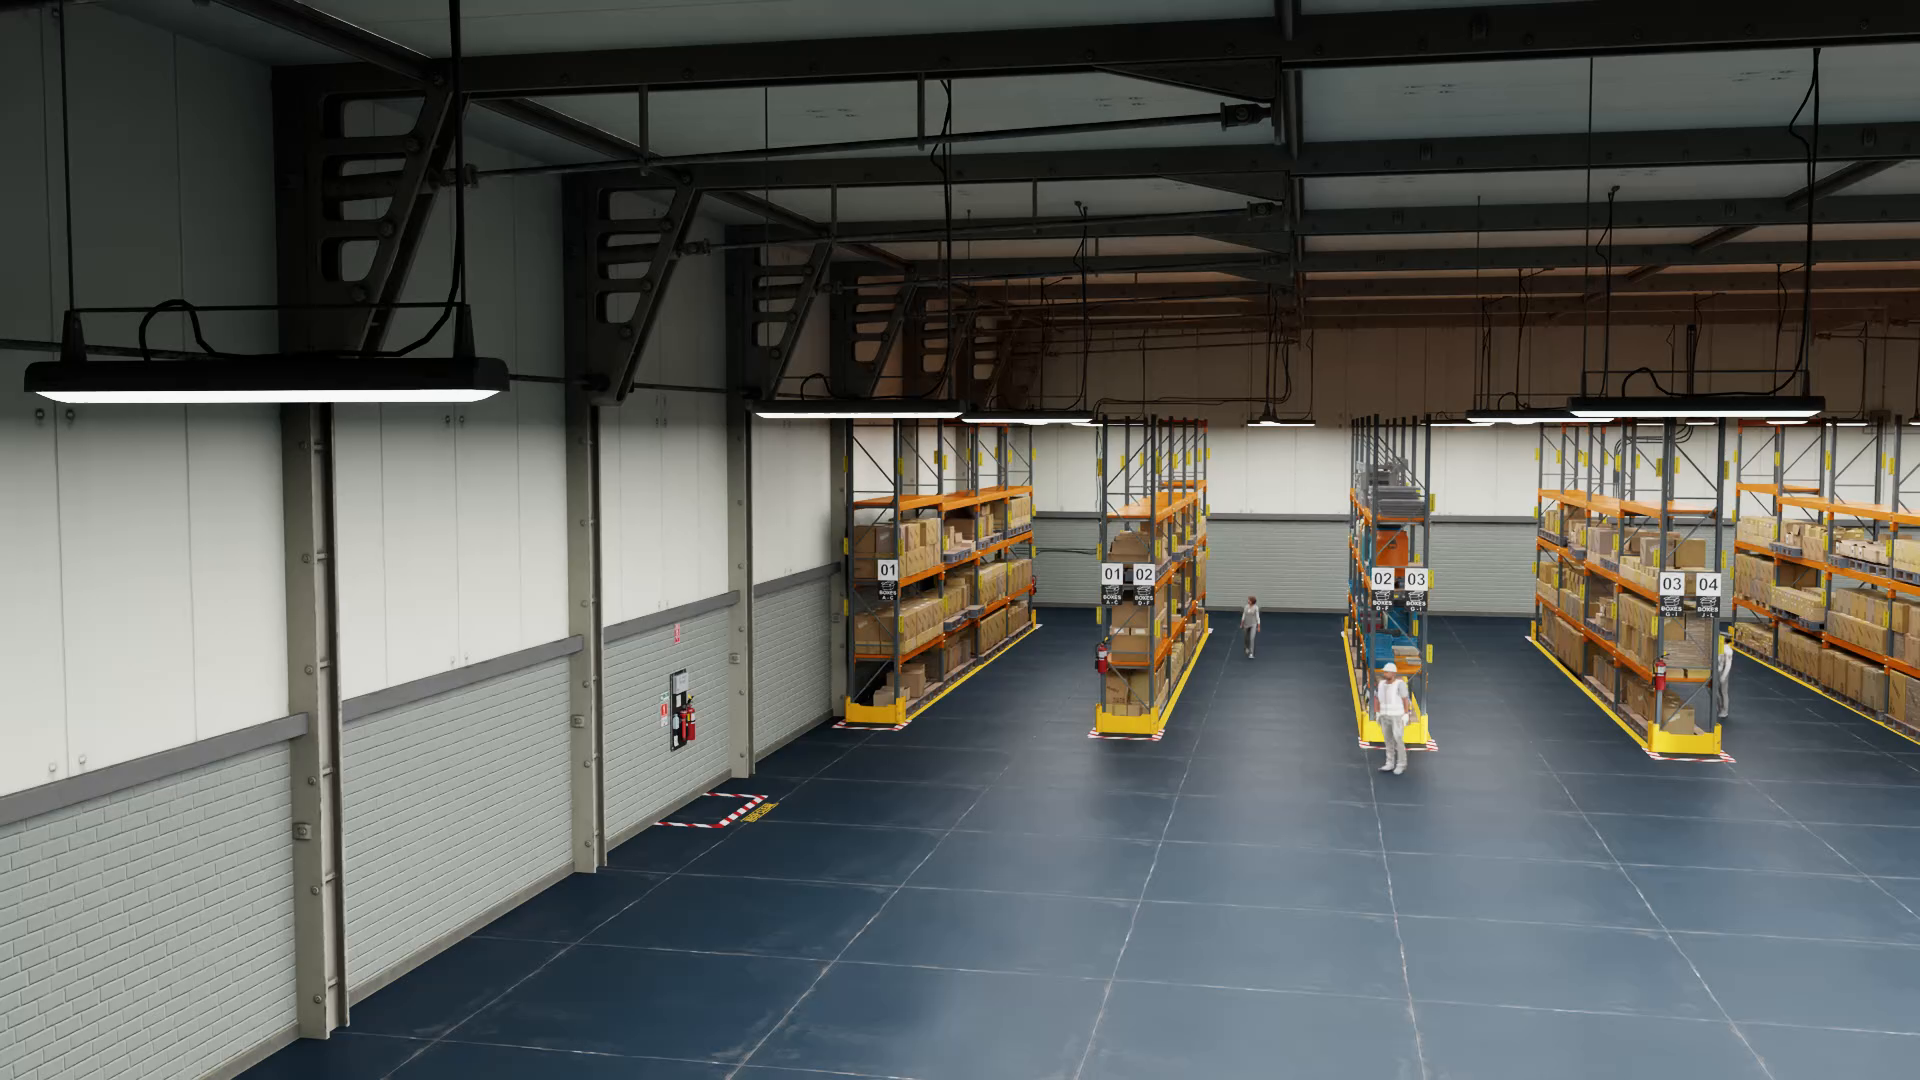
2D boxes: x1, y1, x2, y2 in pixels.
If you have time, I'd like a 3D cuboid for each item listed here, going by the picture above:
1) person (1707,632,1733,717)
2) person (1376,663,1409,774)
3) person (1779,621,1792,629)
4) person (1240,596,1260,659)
[{"bbox_3d":[15.223,2.670,33.254,0.404,1.691,0.569,-1,4,-16],"label":"person"},{"bbox_3d":[7.224,2.975,27.906,0.394,1.816,0.605,-3,5,-40],"label":"person"},{"bbox_3d":[22.583,1.821,45.354,0.629,1.780,0.551,1,4,17],"label":"person"},{"bbox_3d":[7.274,2.163,41.696,0.506,1.553,0.823,1,4,11],"label":"person"}]
